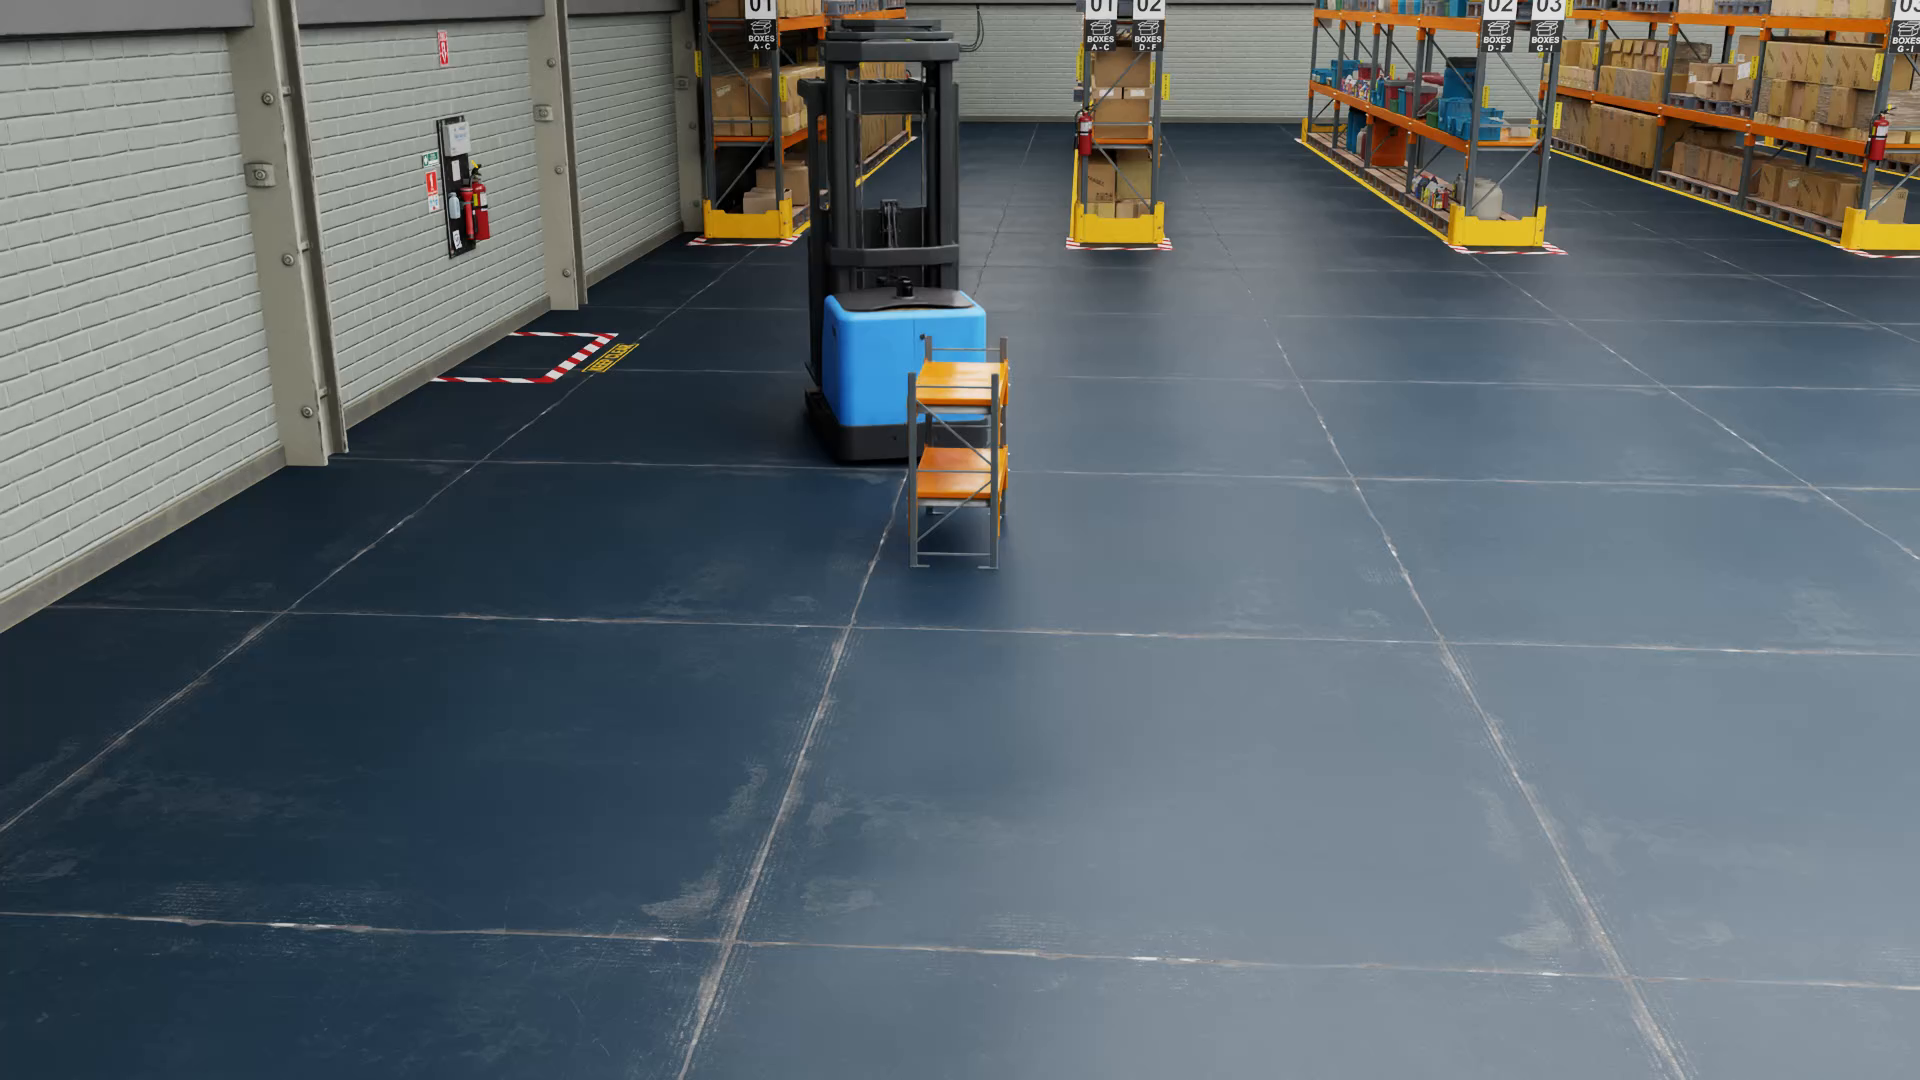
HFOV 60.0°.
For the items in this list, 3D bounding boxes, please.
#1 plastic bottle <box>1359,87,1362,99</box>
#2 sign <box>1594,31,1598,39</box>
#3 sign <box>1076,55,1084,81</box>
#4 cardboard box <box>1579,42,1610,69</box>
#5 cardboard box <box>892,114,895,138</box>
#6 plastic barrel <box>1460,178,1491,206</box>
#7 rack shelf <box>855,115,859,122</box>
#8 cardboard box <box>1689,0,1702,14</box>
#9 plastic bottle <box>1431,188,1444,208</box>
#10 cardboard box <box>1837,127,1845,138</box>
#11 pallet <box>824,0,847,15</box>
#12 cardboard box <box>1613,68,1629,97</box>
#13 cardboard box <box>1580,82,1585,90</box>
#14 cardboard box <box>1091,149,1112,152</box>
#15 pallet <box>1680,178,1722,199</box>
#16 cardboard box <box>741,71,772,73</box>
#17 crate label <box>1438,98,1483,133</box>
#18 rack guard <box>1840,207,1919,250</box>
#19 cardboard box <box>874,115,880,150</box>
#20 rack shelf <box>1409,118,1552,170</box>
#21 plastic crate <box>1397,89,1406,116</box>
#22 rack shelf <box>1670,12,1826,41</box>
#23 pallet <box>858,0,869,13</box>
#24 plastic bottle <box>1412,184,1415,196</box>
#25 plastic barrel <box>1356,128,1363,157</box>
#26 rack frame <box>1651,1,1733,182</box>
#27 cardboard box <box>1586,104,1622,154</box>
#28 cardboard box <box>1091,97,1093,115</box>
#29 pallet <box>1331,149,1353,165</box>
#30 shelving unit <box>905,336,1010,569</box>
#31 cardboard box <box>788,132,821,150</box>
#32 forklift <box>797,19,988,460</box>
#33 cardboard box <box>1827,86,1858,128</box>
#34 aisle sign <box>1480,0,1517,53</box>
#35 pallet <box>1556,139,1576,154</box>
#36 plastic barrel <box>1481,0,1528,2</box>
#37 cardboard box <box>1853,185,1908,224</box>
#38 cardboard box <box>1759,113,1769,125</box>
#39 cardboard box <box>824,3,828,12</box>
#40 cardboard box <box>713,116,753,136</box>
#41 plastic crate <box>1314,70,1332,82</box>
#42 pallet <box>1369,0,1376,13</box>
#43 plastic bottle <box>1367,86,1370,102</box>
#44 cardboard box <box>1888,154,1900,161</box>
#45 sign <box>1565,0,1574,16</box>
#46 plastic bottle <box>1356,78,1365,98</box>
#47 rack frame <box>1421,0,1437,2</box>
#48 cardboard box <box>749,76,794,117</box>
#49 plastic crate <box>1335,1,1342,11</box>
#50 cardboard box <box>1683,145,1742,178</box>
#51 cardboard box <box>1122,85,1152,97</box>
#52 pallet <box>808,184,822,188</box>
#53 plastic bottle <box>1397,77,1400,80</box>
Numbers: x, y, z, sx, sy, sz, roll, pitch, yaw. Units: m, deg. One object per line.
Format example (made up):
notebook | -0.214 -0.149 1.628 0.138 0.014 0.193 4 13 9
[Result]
plastic bottle | 7.297 -8.115 30.191 0.097 0.201 0.097 0 18 0
sign | 13.656 -10.776 35.753 0.100 0.325 0.005 1 18 4
sign | 1.548 -6.062 21.366 0.100 0.325 0.005 1 18 4
cardboard box | 12.635 -9.618 33.018 0.500 0.500 0.500 1 18 4
cardboard box | -1.759 -8.776 35.229 0.700 0.500 0.500 2 18 5
plastic barrel | 7.035 -4.650 22.618 0.421 0.512 0.421 0 18 0
rack shelf | -2.423 -7.014 27.666 1.077 0.370 4.000 1 18 4
cardboard box | 12.217 -8.700 27.079 0.500 0.250 0.500 2 18 5
plastic bottle | 6.768 -4.844 23.555 0.152 0.276 0.135 1 18 4
cardboard box | 11.802 -5.368 21.891 0.380 0.149 0.250 1 18 4
pallet | -2.416 -8.260 25.798 1.213 0.211 1.003 1 18 4
cardboard box | 12.475 -8.486 30.843 0.500 0.500 0.500 1 18 3
cardboard box | 12.561 -9.030 33.067 0.380 0.149 0.250 1 18 3
cardboard box | 1.958 -5.427 24.204 0.500 0.500 0.500 1 18 4
pallet | 12.395 -5.699 26.978 1.003 0.211 1.213 1 18 4
cardboard box | -2.917 -6.411 23.676 0.500 0.500 0.500 2 18 5
crate label | 6.891 -5.865 22.950 0.502 0.435 0.616 1 18 4
rack guard | 11.974 -3.996 21.316 1.175 0.500 0.348 1 18 4
cardboard box | -1.971 -7.916 32.043 0.750 0.750 0.750 2 18 6
rack shelf | 7.172 -5.550 23.200 1.077 0.370 4.000 1 18 4
plastic crate | 7.084 -6.855 26.053 0.392 0.384 0.575 1 18 4
rack shelf | 12.399 -8.107 26.187 1.077 0.370 4.000 1 18 4
pallet | -2.286 -9.514 29.626 1.213 0.211 1.003 2 18 6
plastic bottle | 6.848 -5.272 24.982 0.097 0.201 0.097 0 18 0
plastic barrel | 7.652 -7.453 31.173 0.421 0.512 0.421 0 18 0
rack frame | 12.542 -7.645 28.437 1.000 3.000 0.127 1 18 4
cardboard box | 12.803 -7.878 31.886 1.225 0.875 0.875 1 18 4
cardboard box | 2.255 -6.838 26.191 0.396 0.266 0.258 1 18 3
pallet | 7.792 -7.434 32.272 1.003 0.211 1.213 1 18 4
shelving unit | 0.000 -0.537 9.754 0.538 1.125 1.048 1 18 4
cardboard box | -2.502 -6.478 26.979 0.500 0.250 0.500 1 18 3
forklift | -0.598 -2.355 12.403 1.130 2.935 3.031 -4 18 -11
cardboard box | 11.952 -5.677 21.794 0.875 0.500 0.500 1 18 4
aisle sign | 6.727 -6.491 20.739 0.394 0.787 0.004 1 18 4
pallet | 13.046 -8.177 34.538 1.003 0.211 1.213 1 18 4
plastic barrel | 6.936 -7.254 21.062 0.600 0.830 0.708 1 18 4
cardboard box | 12.030 -4.366 21.769 0.500 0.500 0.500 5 19 14
cardboard box | 11.909 -6.146 24.266 0.380 0.149 0.250 1 18 4
cardboard box | -2.465 -9.060 27.741 0.797 0.503 0.637 4 19 12
cardboard box | -3.013 -5.580 22.344 0.500 0.250 0.500 2 18 5
plastic crate | 7.782 -9.915 35.539 0.416 0.233 0.300 1 18 4
pallet | 7.754 -9.327 29.056 1.003 0.211 1.213 1 18 4
plastic bottle | 7.205 -7.835 29.205 0.061 0.283 0.133 1 18 4
cardboard box | 17.391 -7.206 30.438 0.500 0.500 0.500 2 18 5
sign | 7.577 -6.687 20.682 0.100 0.325 0.005 1 18 4
plastic bottle | 7.340 -8.271 30.426 0.144 0.351 0.185 1 18 4
rack frame | 7.315 -9.364 24.049 1.000 3.000 0.127 1 18 4
cardboard box | -2.519 -5.928 22.203 0.500 0.500 0.500 1 18 4
plastic crate | 7.618 -10.461 32.554 0.450 0.188 0.662 1 18 4
cardboard box | 12.487 -6.285 27.595 0.700 0.500 0.500 0 18 -1
cardboard box | 2.347 -5.938 22.024 0.380 0.149 0.250 1 18 2
pallet | -2.512 -5.651 26.831 1.003 0.211 1.213 1 18 4
plastic bottle | 8.070 -8.340 30.636 0.144 0.351 0.185 1 18 4
